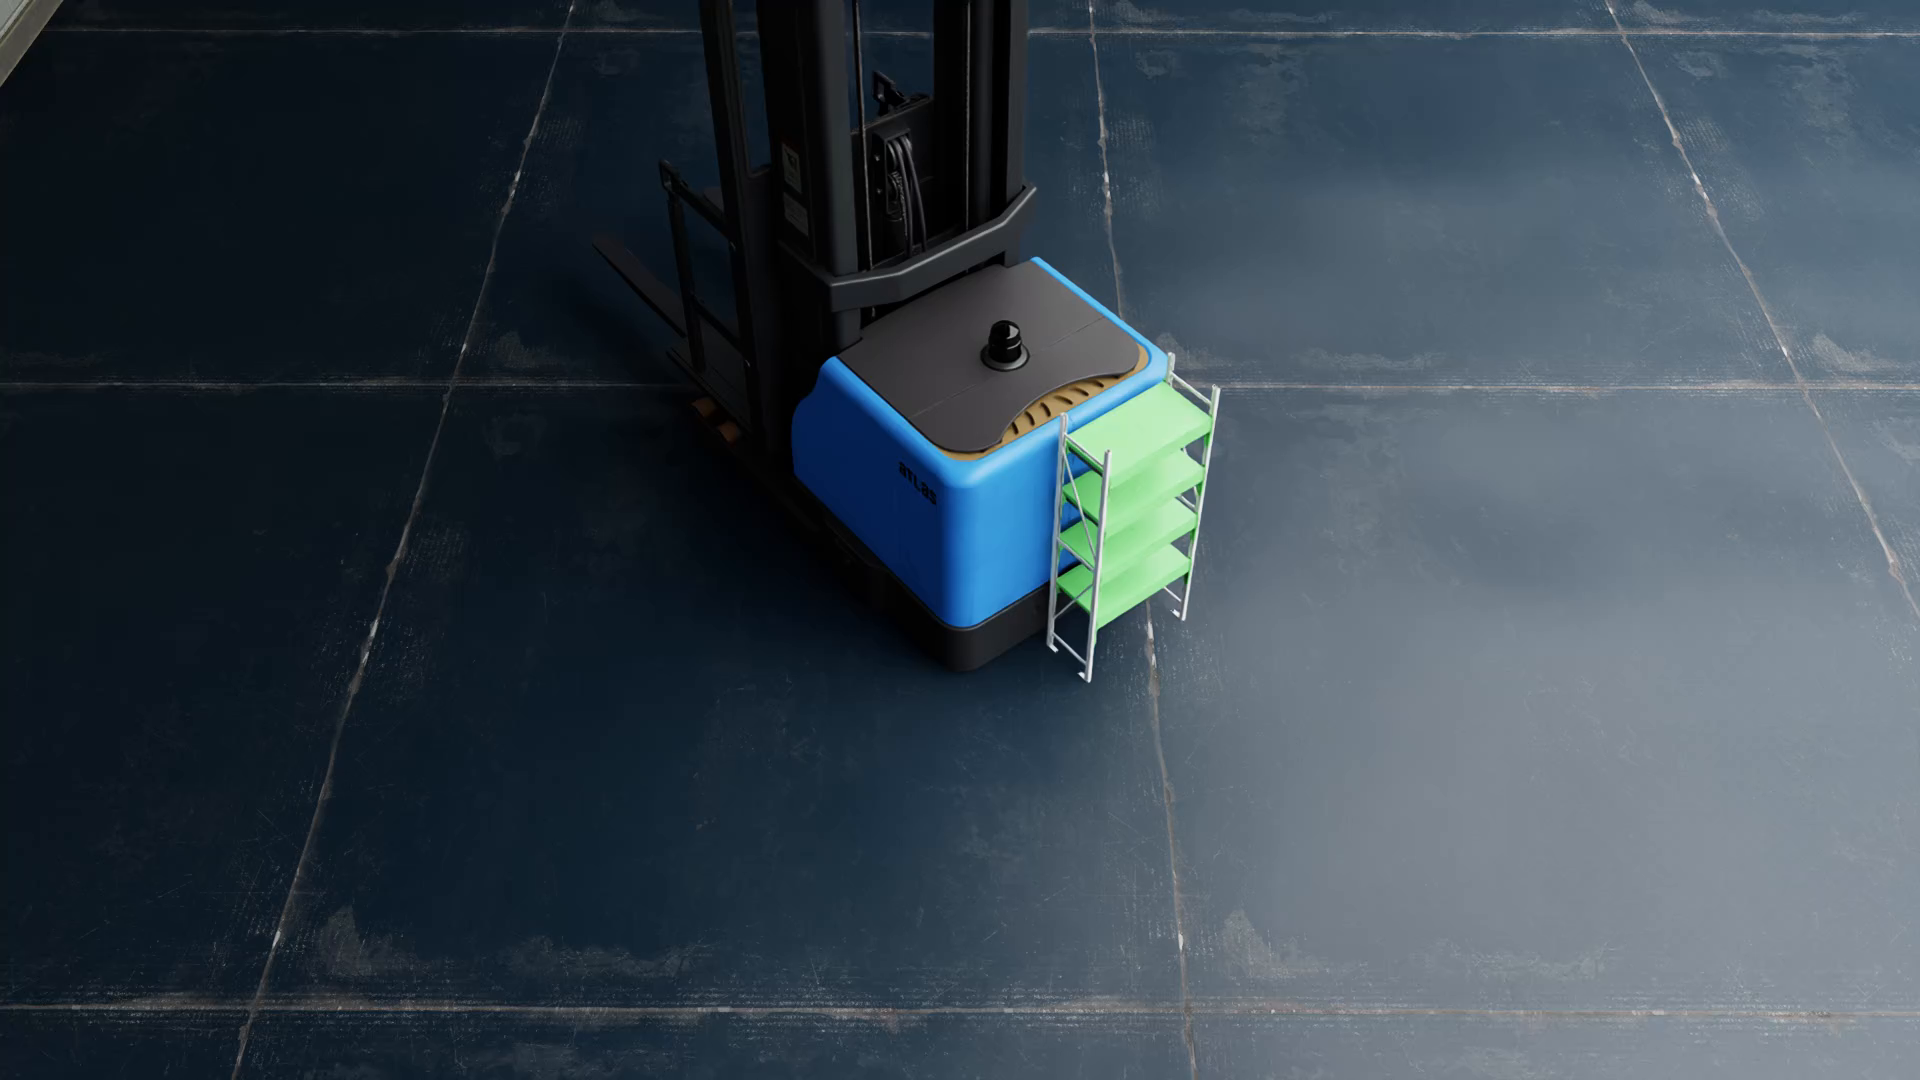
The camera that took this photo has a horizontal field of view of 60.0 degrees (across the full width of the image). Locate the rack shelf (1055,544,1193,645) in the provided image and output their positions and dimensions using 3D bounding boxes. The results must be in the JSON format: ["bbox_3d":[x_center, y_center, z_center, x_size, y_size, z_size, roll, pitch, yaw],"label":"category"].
[{"bbox_3d":[0.602,0.154,6.202,0.480,0.148,0.258,-30,54,-25],"label":"rack shelf"}]

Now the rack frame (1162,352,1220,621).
[{"bbox_3d":[0.793,-0.164,6.083,0.015,1.200,0.240,-30,54,-25],"label":"rack frame"}]

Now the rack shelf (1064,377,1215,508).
[{"bbox_3d":[0.602,-0.337,5.675,0.480,0.148,0.258,-30,54,-25],"label":"rack shelf"}]

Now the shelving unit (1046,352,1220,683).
[{"bbox_3d":[0.602,-0.053,5.980,0.503,1.200,0.258,-30,54,-25],"label":"shelving unit"}]

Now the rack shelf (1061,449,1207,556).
[{"bbox_3d":[0.602,-0.173,5.851,0.480,0.148,0.258,-30,54,-25],"label":"rack shelf"}]

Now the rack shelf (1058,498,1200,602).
[{"bbox_3d":[0.602,-0.010,6.027,0.480,0.148,0.258,-30,54,-25],"label":"rack shelf"}]

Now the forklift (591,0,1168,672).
[{"bbox_3d":[-0.530,-1.537,6.178,1.130,2.935,3.031,-30,54,-25],"label":"forklift"}]

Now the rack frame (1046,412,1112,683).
[{"bbox_3d":[0.411,0.058,5.876,0.015,1.200,0.240,-30,54,-25],"label":"rack frame"}]
